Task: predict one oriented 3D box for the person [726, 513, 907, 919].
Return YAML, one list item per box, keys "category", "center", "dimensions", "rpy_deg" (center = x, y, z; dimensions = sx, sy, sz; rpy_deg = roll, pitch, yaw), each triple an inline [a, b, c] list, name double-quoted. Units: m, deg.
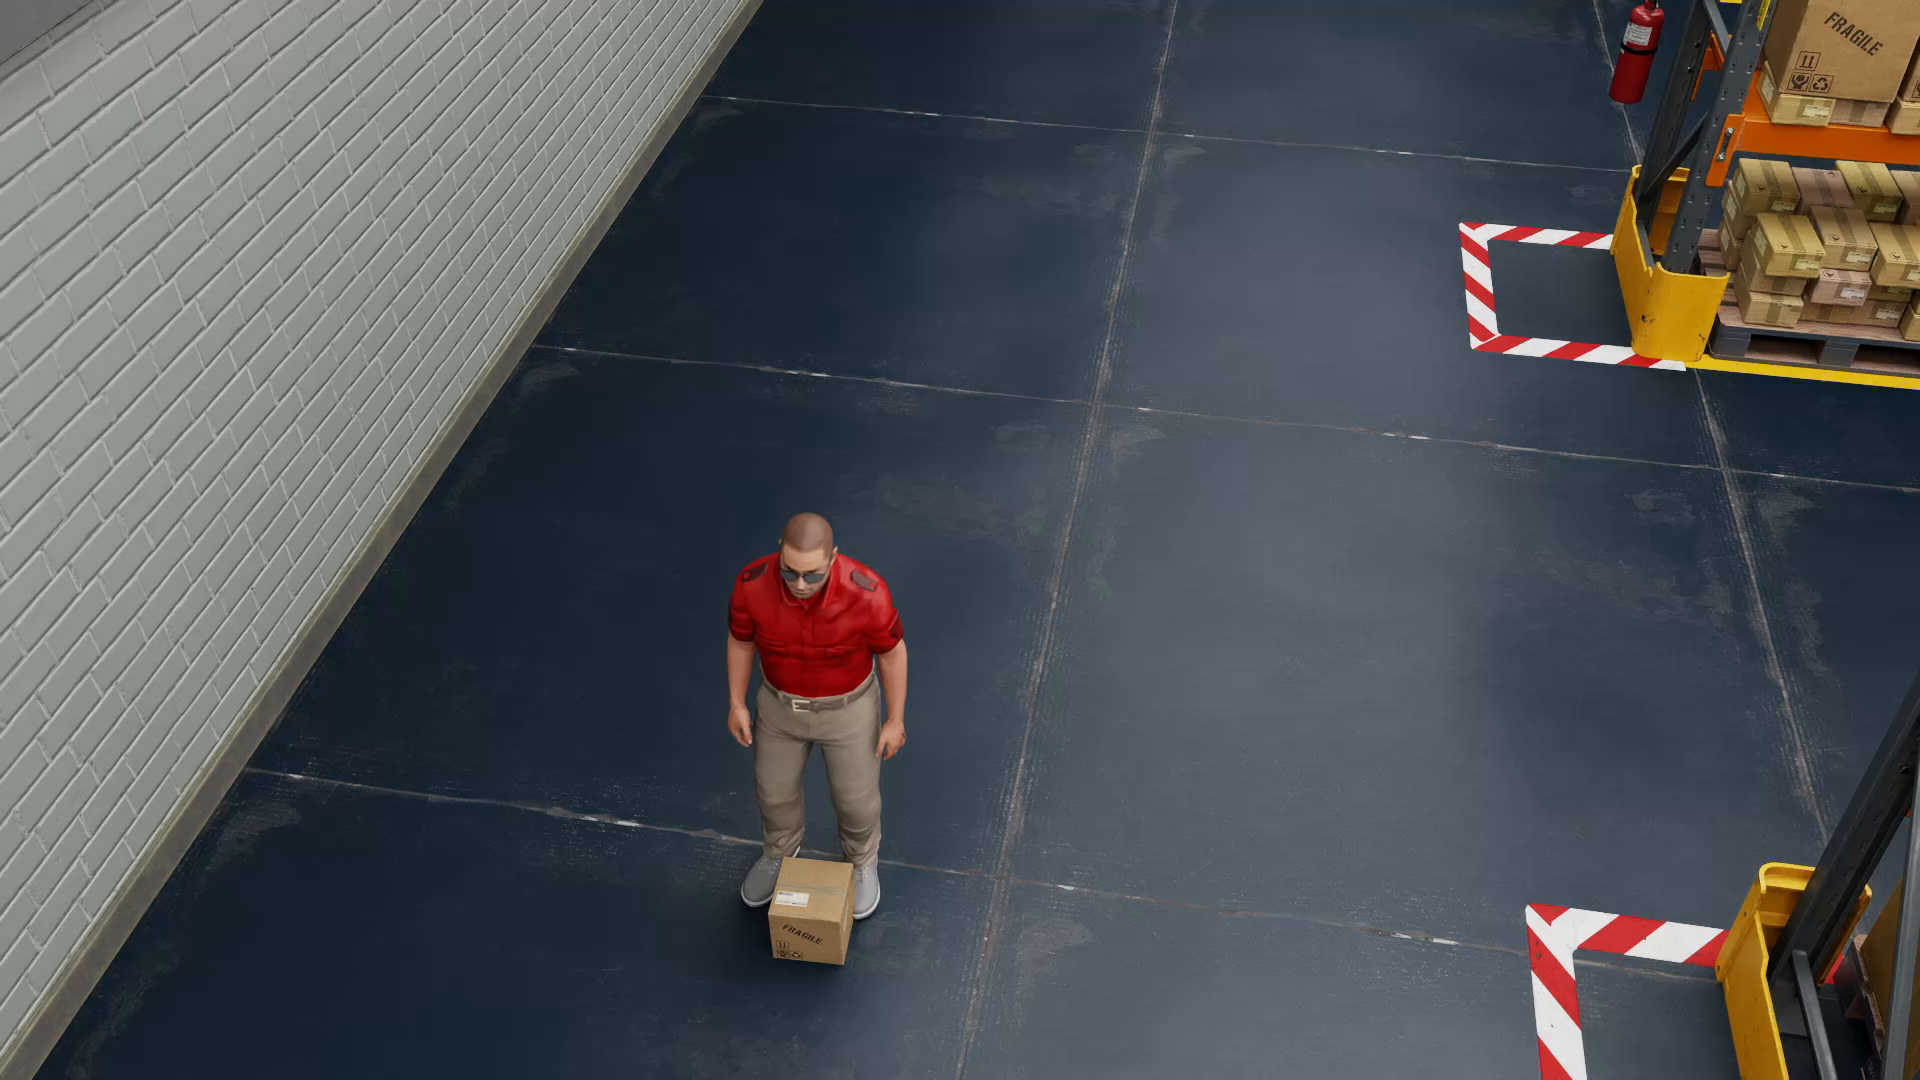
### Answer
- category: "person"
  center: [-0.473, 0.563, 5.503]
  dimensions: [0.602, 1.728, 0.384]
  rpy_deg: [5, 41, 6]
